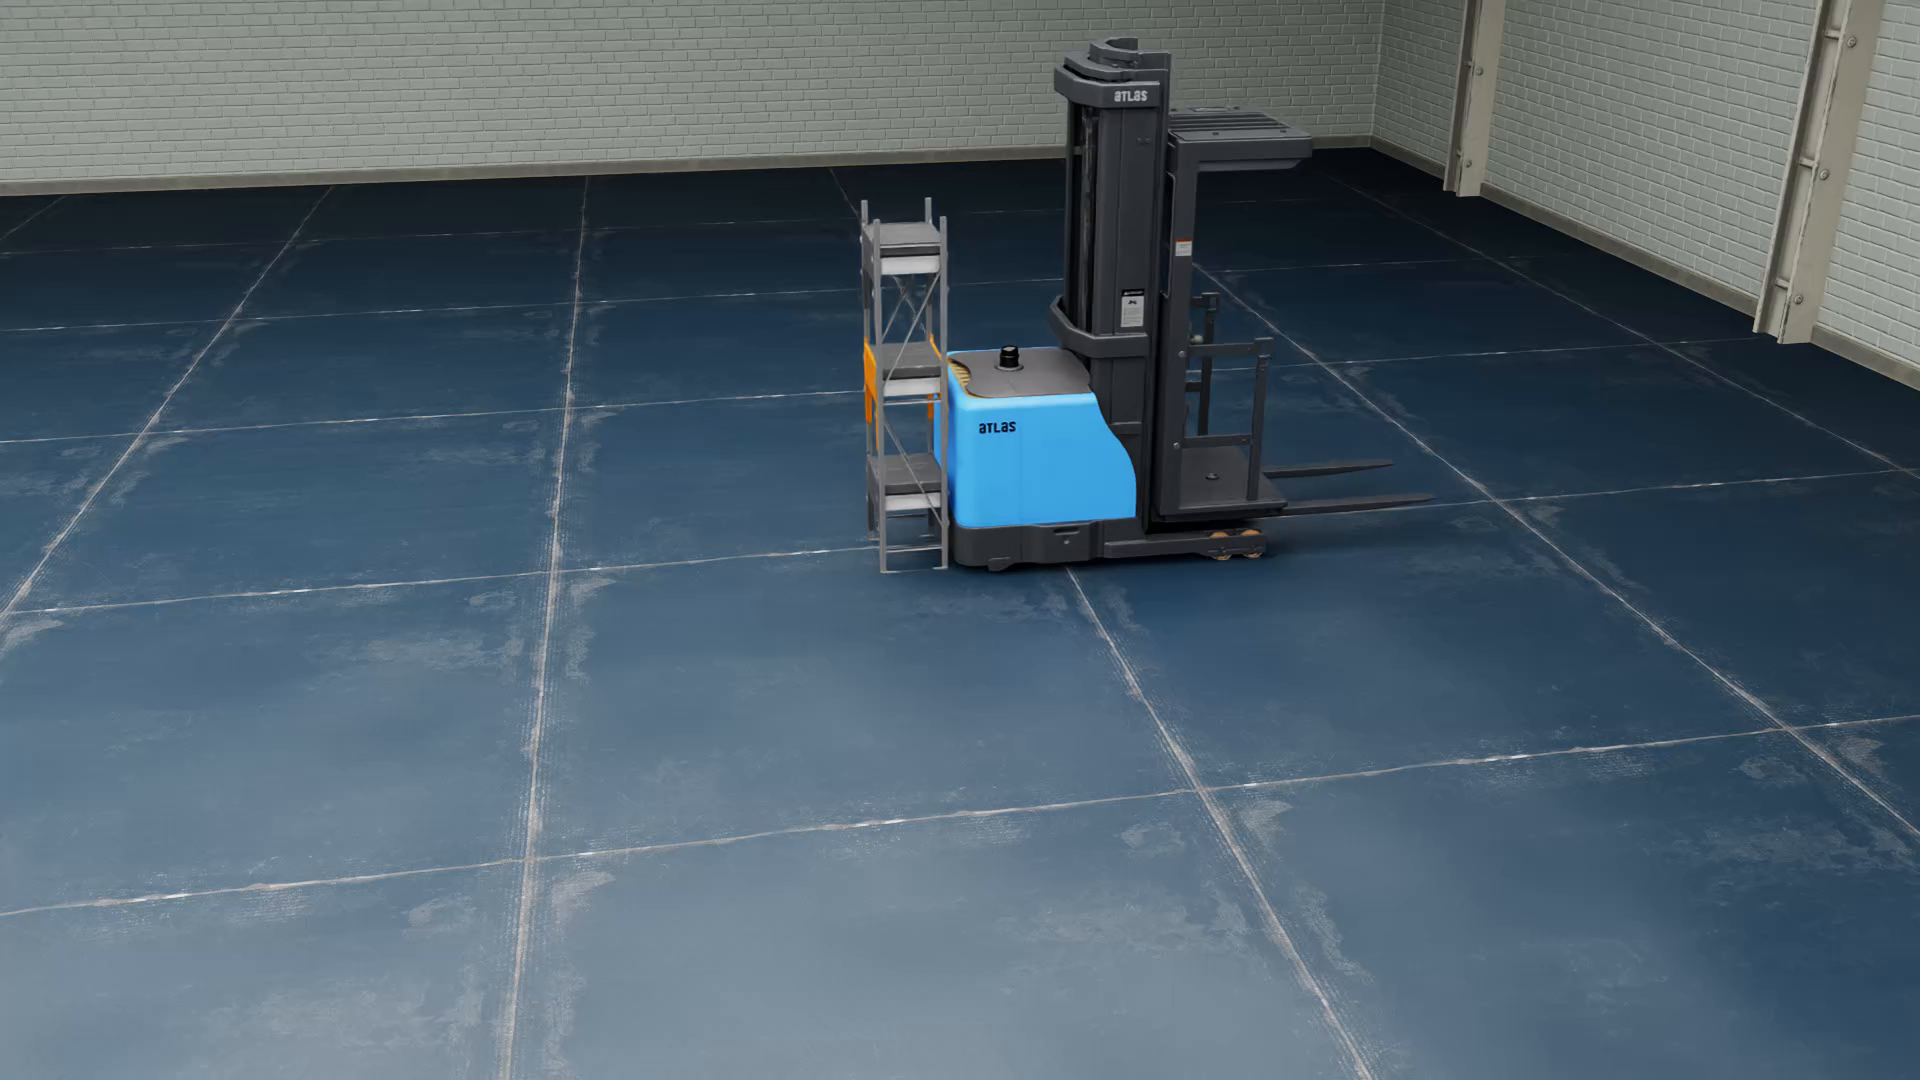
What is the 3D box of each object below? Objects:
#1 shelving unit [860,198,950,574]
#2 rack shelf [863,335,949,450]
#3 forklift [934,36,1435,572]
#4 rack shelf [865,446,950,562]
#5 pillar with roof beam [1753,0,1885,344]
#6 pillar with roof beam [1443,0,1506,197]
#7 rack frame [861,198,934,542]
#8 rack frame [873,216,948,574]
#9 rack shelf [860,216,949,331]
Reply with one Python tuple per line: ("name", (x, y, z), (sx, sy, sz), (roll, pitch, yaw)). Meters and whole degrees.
("shelving unit", (-0.316, -0.873, 9.626), (0.431, 2.100, 0.503), (-4, 24, -10))
("rack shelf", (-0.316, -0.861, 9.631), (0.431, 0.518, 0.480), (-4, 24, -10))
("forklift", (1.391, -1.426, 9.852), (3.031, 2.935, 1.130), (-4, 24, -9))
("rack shelf", (-0.316, -0.219, 9.911), (0.431, 0.518, 0.480), (-4, 24, -10))
("pillar with roof beam", (2.814, -5.550, 11.714), (9.100, 9.000, 0.400), (-4, 24, -10))
("pillar with roof beam", (1.705, -7.910, 17.118), (9.100, 9.000, 0.400), (-4, 24, -10))
("rack frame", (-0.361, -0.969, 9.845), (0.400, 2.100, 0.015), (-4, 24, -10))
("rack frame", (-0.271, -0.777, 9.406), (0.400, 2.100, 0.015), (-4, 24, -10))
("rack shelf", (-0.316, -1.502, 9.351), (0.431, 0.518, 0.480), (-4, 24, -10))
